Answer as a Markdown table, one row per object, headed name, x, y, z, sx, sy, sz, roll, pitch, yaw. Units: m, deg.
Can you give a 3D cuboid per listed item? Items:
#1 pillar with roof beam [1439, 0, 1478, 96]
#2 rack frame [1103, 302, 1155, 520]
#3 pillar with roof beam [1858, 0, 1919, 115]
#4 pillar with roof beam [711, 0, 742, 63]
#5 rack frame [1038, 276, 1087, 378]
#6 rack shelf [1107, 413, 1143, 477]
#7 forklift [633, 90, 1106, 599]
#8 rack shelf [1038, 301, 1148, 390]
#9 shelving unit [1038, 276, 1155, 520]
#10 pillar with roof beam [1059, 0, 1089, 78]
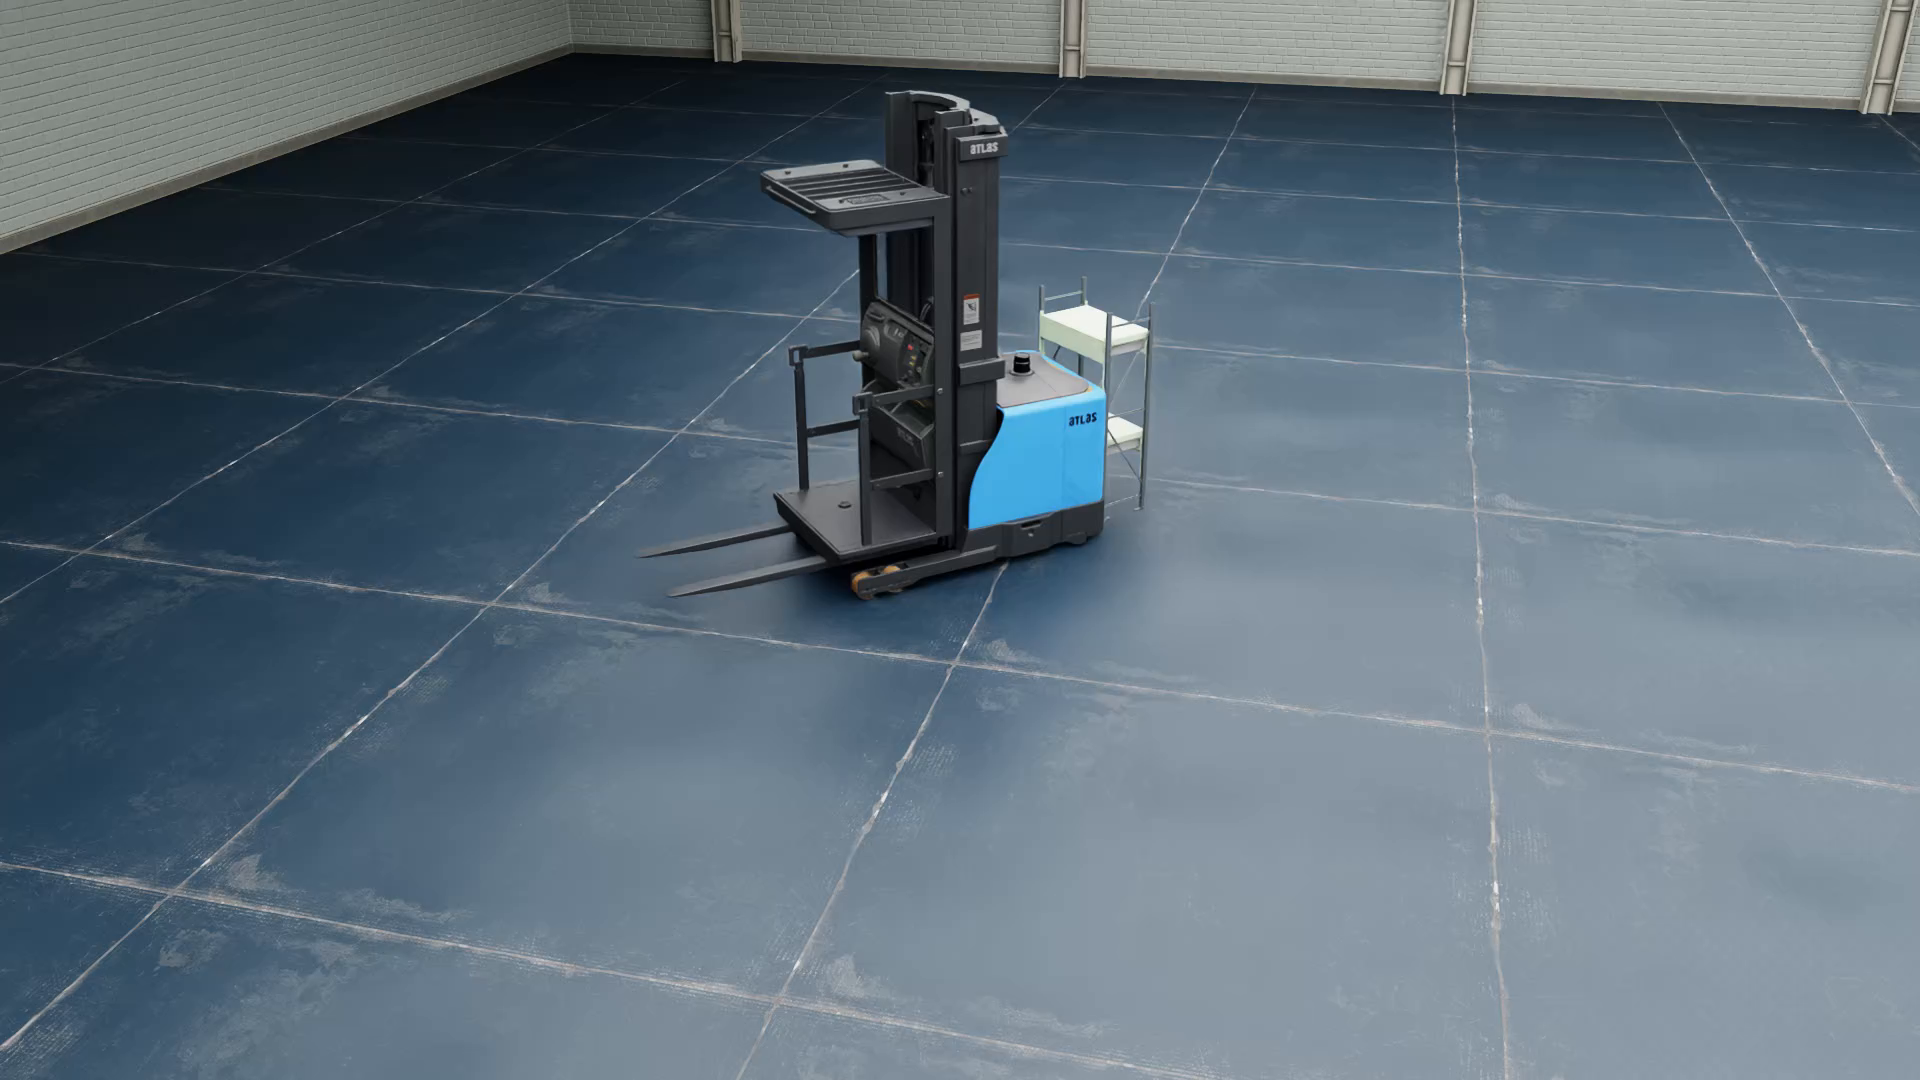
| name | x | y | z | sx | sy | sz | roll | pitch | yaw |
| --- | --- | --- | --- | --- | --- | --- | --- | --- | --- |
| pillar with roof beam | 6.579 | -9.210 | 20.128 | 0.400 | 9.000 | 9.100 | 6 | 26 | 13 |
| rack frame | 1.130 | -0.856 | 11.304 | 0.400 | 1.500 | 0.023 | -16 | 30 | -31 |
| pillar with roof beam | 12.390 | -8.568 | 18.778 | 0.400 | 9.000 | 9.100 | 6 | 26 | 13 |
| pillar with roof beam | -5.043 | -10.495 | 22.826 | 0.400 | 9.000 | 9.100 | 6 | 26 | 13 |
| rack frame | 0.717 | -1.116 | 11.849 | 0.400 | 1.500 | 0.023 | -16 | 30 | -31 |
| rack shelf | 0.924 | -0.692 | 11.717 | 0.431 | 0.370 | 0.720 | -16 | 30 | -31 |
| forklift | -0.579 | -1.211 | 10.384 | 3.031 | 2.935 | 1.130 | -13 | 28 | -25 |
| rack shelf | 0.923 | -1.339 | 11.408 | 0.431 | 0.370 | 0.720 | -16 | 30 | -31 |
| shelving unit | 0.923 | -0.986 | 11.576 | 0.431 | 1.500 | 0.755 | -16 | 30 | -31 |
| pillar with roof beam | 0.768 | -9.853 | 21.477 | 0.400 | 9.000 | 9.100 | 6 | 26 | 13 |
